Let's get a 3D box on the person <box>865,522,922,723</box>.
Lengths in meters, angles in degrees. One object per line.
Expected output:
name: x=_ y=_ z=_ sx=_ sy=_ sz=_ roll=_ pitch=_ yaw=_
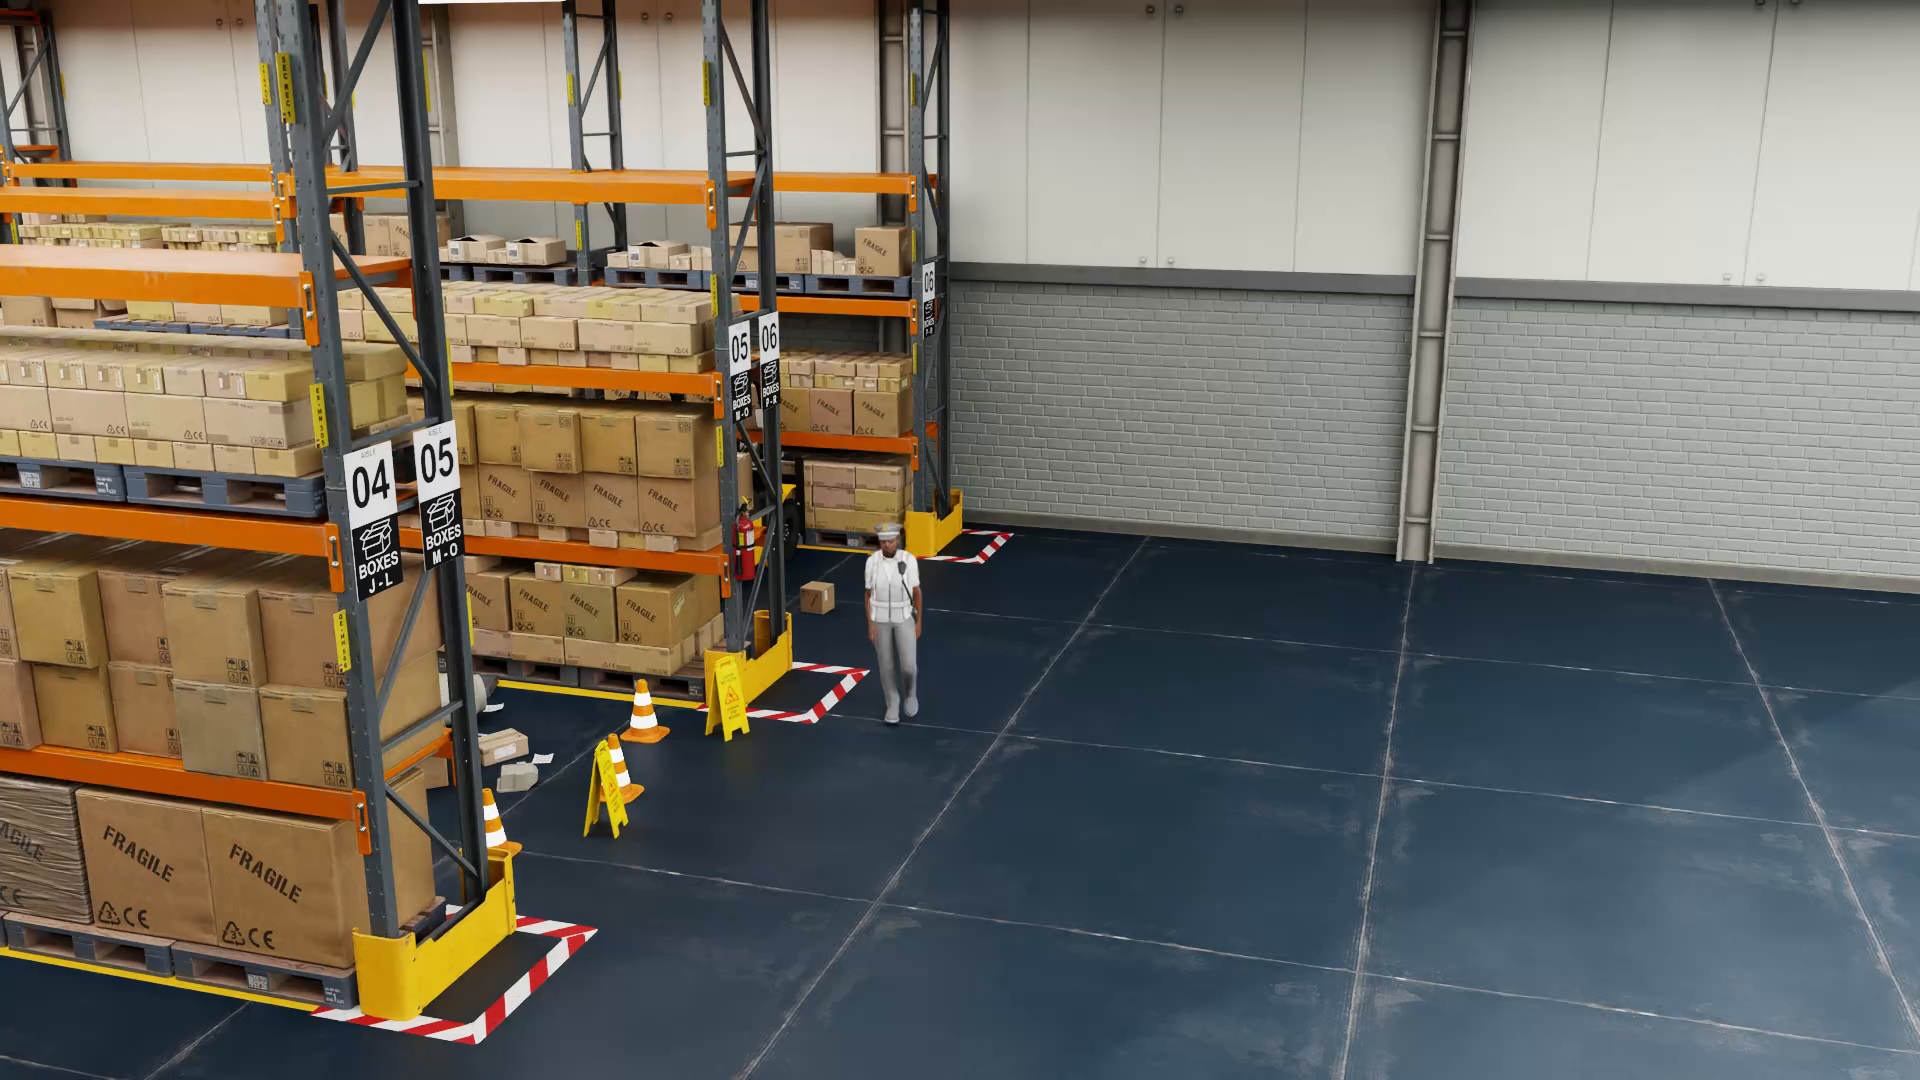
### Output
person: x=-0.541 y=0.661 z=13.376 sx=0.458 sy=1.677 sz=0.433 roll=1 pitch=15 yaw=5
